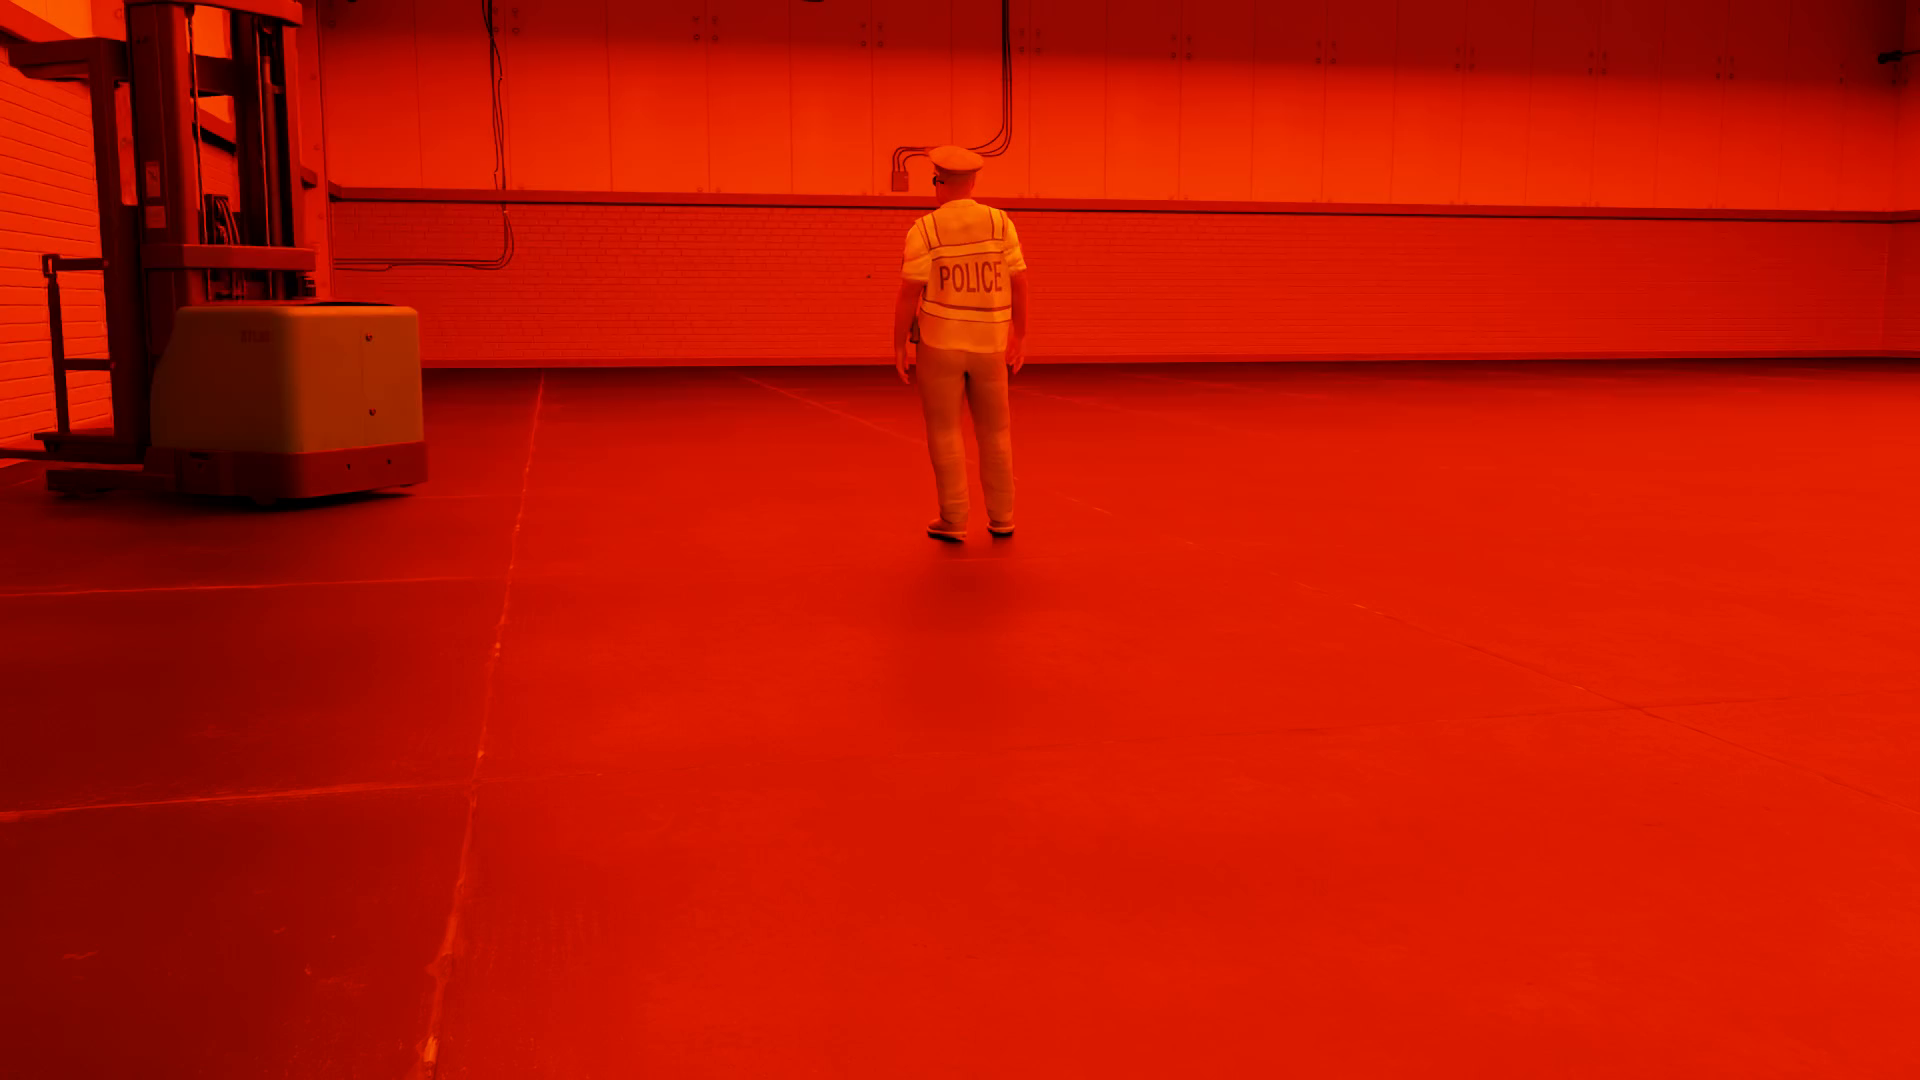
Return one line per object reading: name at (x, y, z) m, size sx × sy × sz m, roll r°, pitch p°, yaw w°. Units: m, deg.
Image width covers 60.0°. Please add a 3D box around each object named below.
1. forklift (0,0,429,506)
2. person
forklift at (-4.626, -1.745, 9.599) m, size 3.031 × 2.935 × 1.130 m, roll 4°, pitch 9°, yaw 25°
person at (-0.006, -0.900, 7.660) m, size 0.640 × 1.781 × 0.575 m, roll -2°, pitch 8°, yaw -13°
